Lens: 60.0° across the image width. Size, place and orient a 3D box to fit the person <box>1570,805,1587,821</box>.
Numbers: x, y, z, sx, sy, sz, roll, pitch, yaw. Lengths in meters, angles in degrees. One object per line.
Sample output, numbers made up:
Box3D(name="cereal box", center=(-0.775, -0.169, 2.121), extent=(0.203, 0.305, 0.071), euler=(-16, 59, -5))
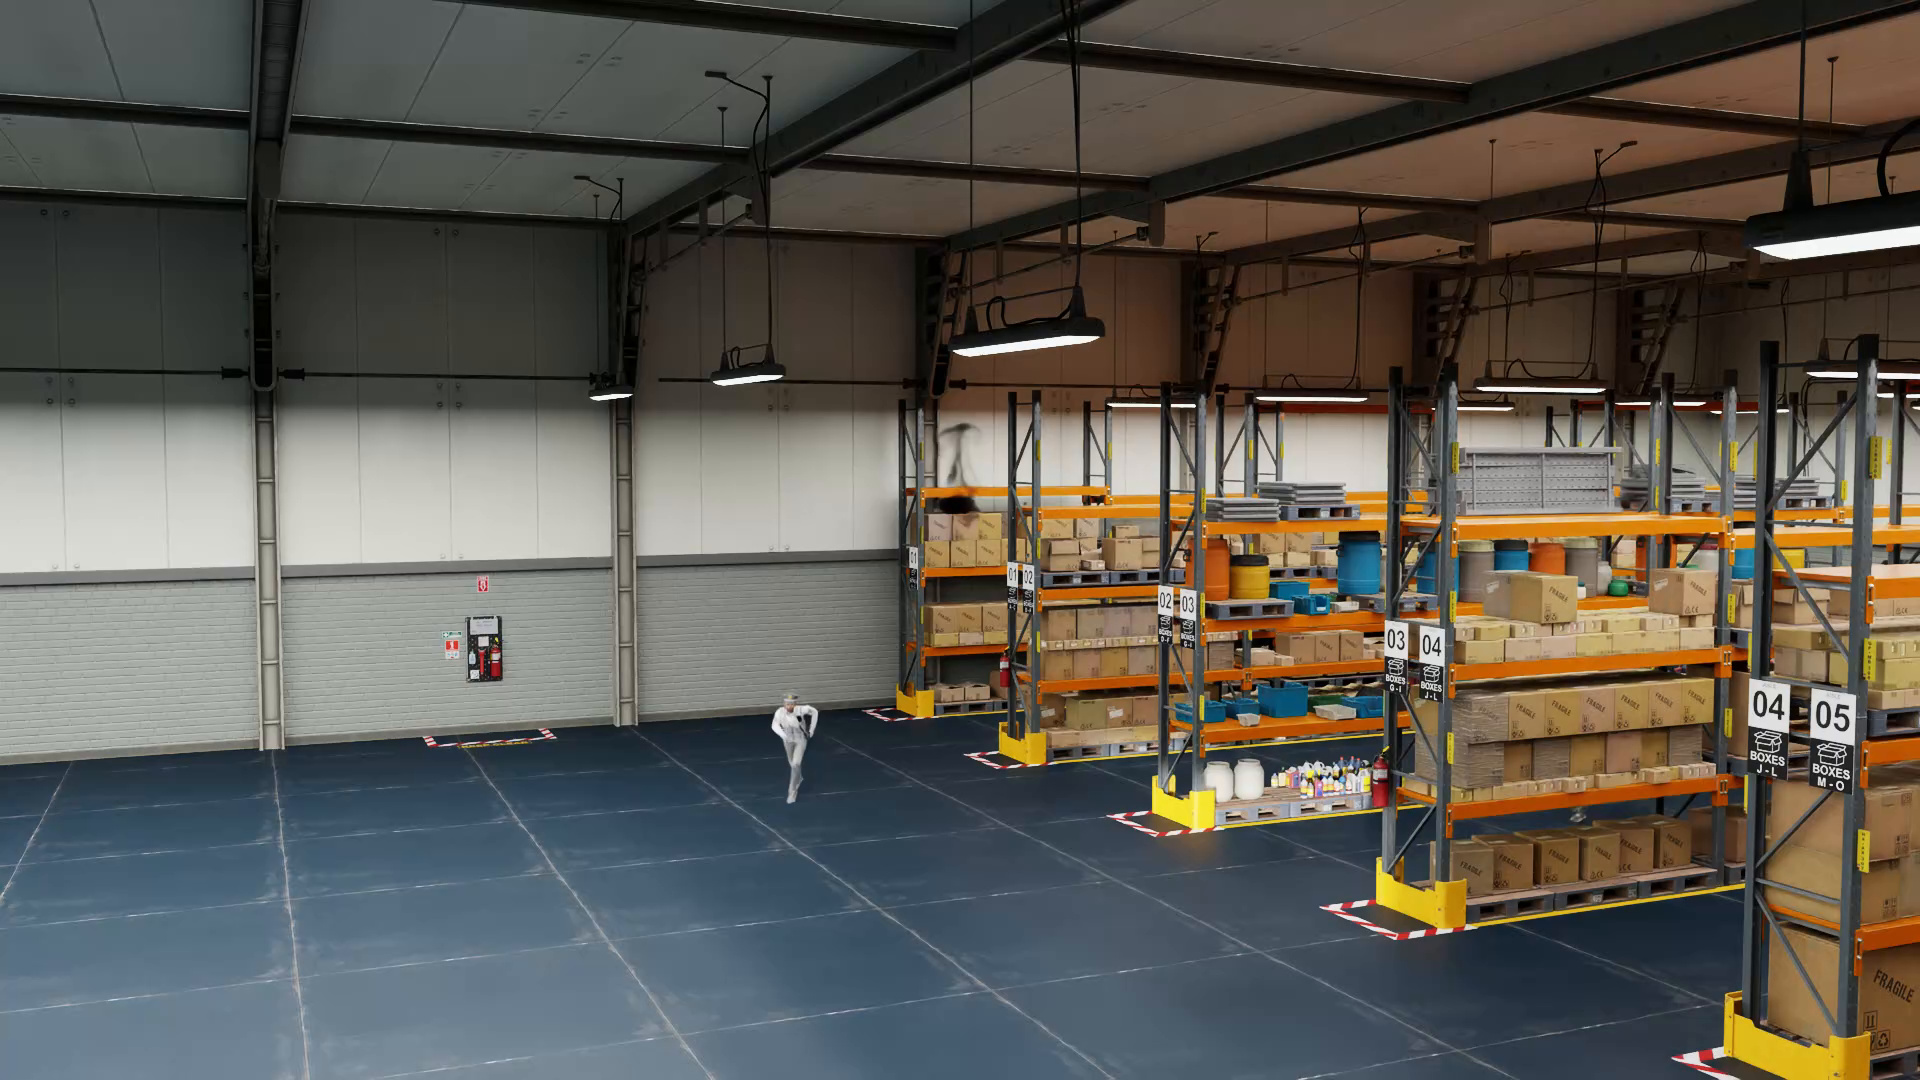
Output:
Box3D(name="person", center=(8.271, 3.079, 22.554), extent=(0.727, 1.525, 0.525), euler=(-2, 4, -32))

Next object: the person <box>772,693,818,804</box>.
Box3D(name="person", center=(-2.385, 2.983, 24.198), extent=(0.658, 1.624, 0.962), euler=(0, 3, 3))
